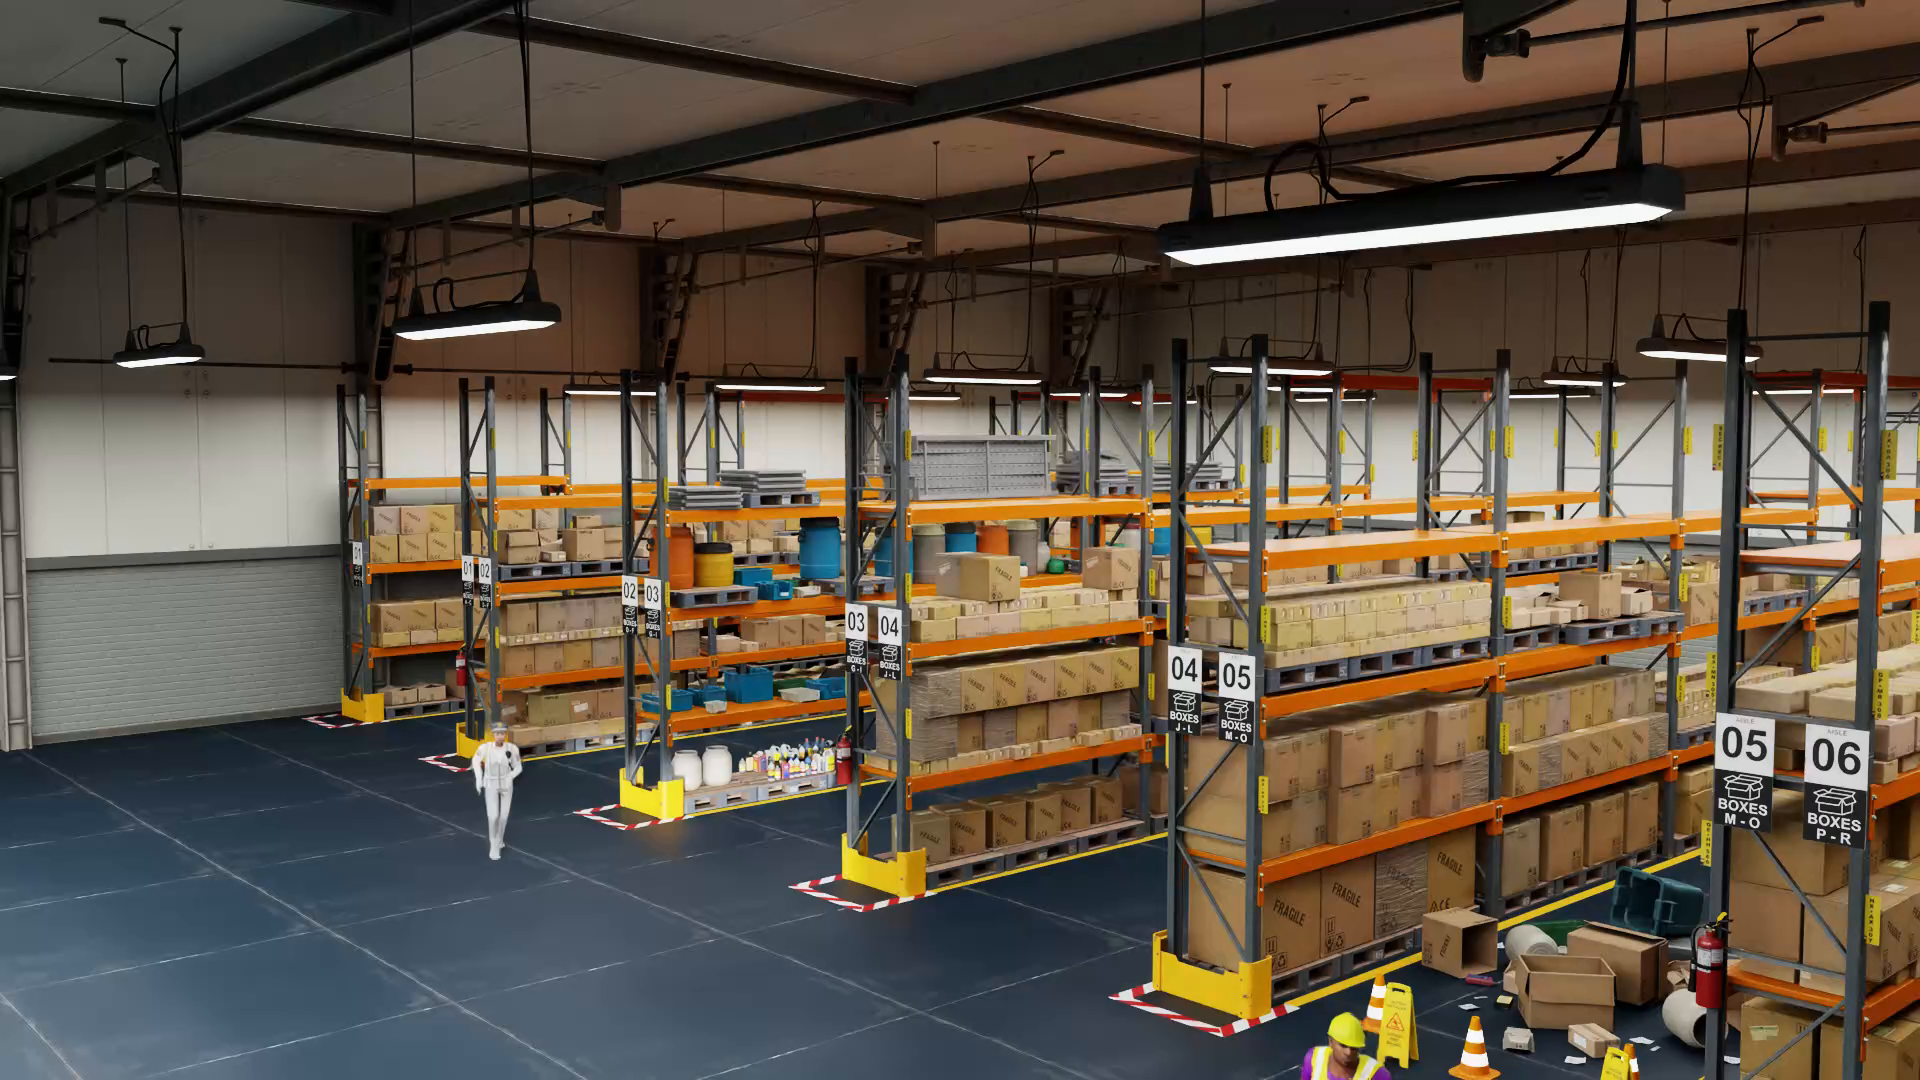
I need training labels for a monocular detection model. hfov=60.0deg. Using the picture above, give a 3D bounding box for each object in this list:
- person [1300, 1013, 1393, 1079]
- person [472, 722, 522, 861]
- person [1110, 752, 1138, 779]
[{"bbox_3d":[2.284,3.639,9.896,0.667,1.709,0.828,1,4,21],"label":"person"},{"bbox_3d":[-5.595,3.020,20.149,0.551,1.698,0.794,-2,4,-24],"label":"person"},{"bbox_3d":[2.429,2.820,24.623,0.515,1.508,0.630,-1,4,-15],"label":"person"}]
